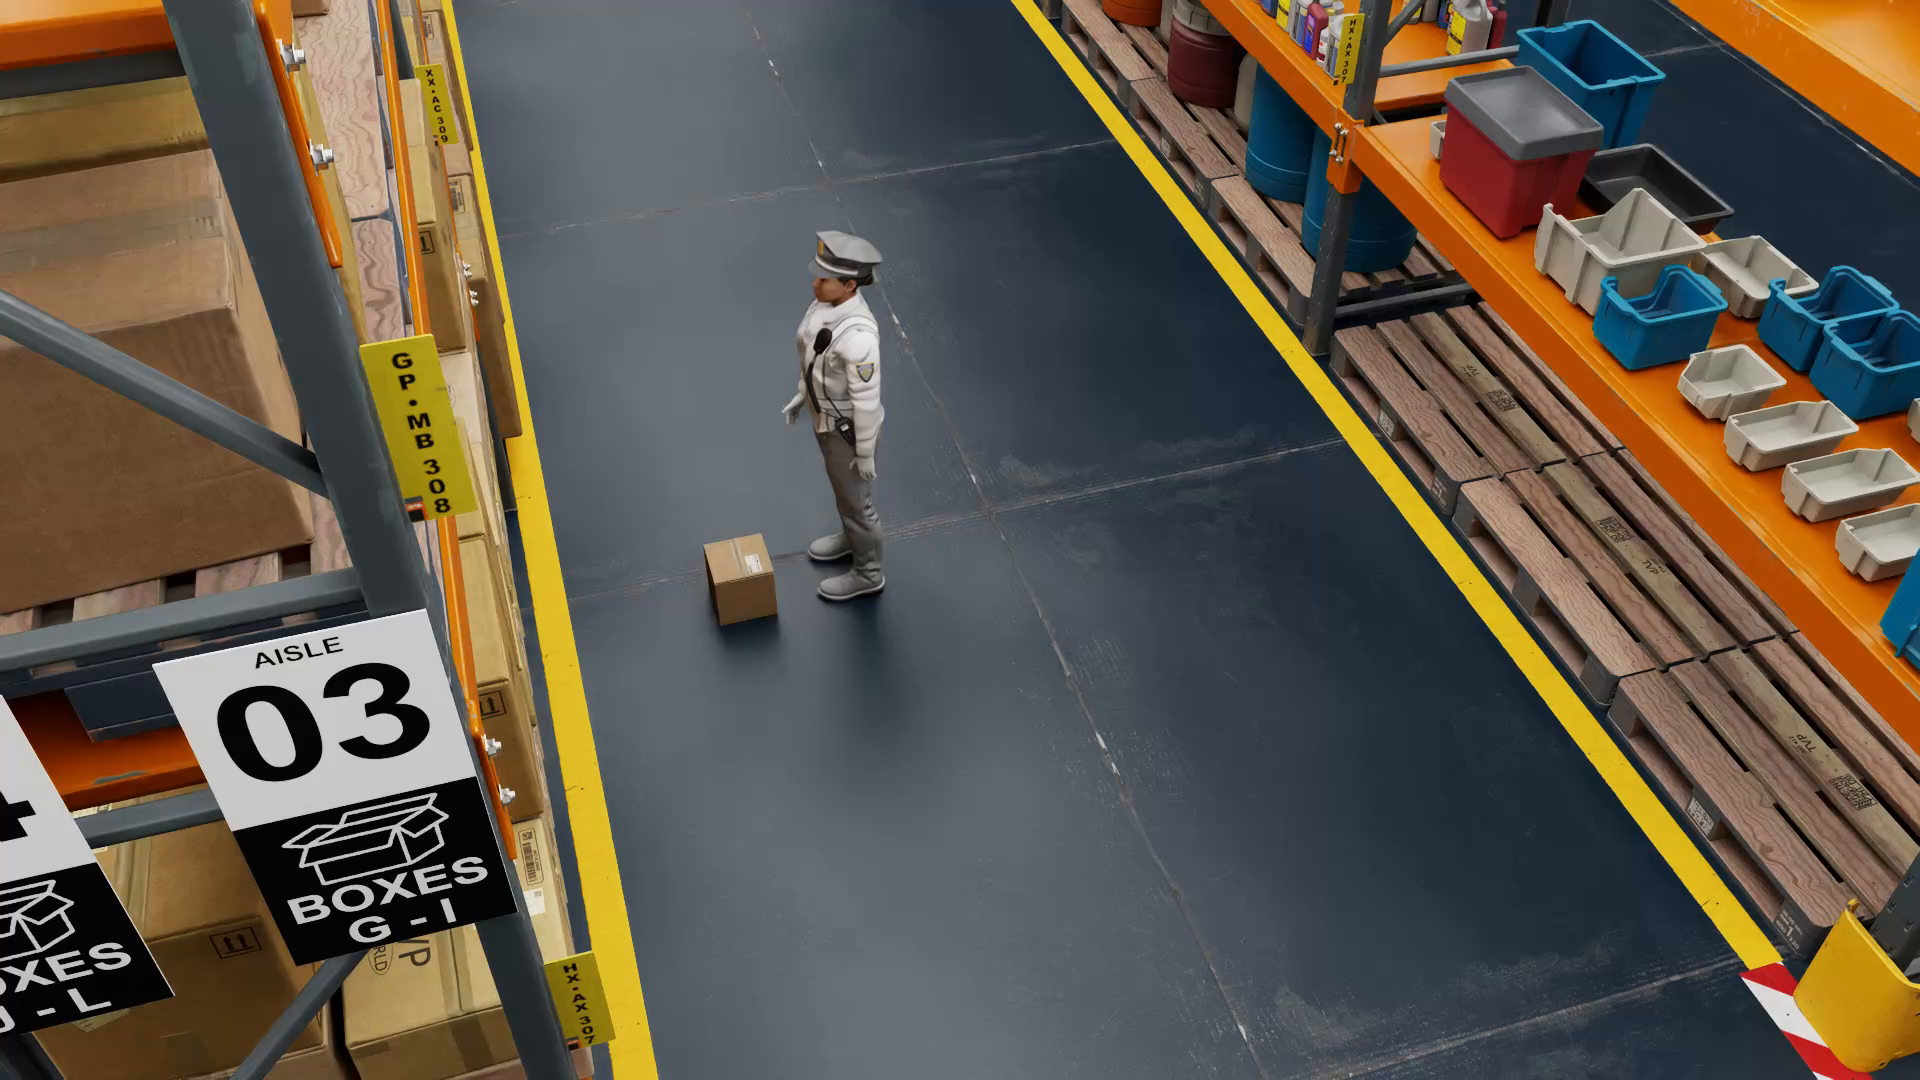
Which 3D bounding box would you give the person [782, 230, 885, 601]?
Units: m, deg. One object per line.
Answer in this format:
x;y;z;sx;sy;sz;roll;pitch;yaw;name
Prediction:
-0.481;-0.471;6.630;0.390;1.703;0.516;-12;44;-13;person
